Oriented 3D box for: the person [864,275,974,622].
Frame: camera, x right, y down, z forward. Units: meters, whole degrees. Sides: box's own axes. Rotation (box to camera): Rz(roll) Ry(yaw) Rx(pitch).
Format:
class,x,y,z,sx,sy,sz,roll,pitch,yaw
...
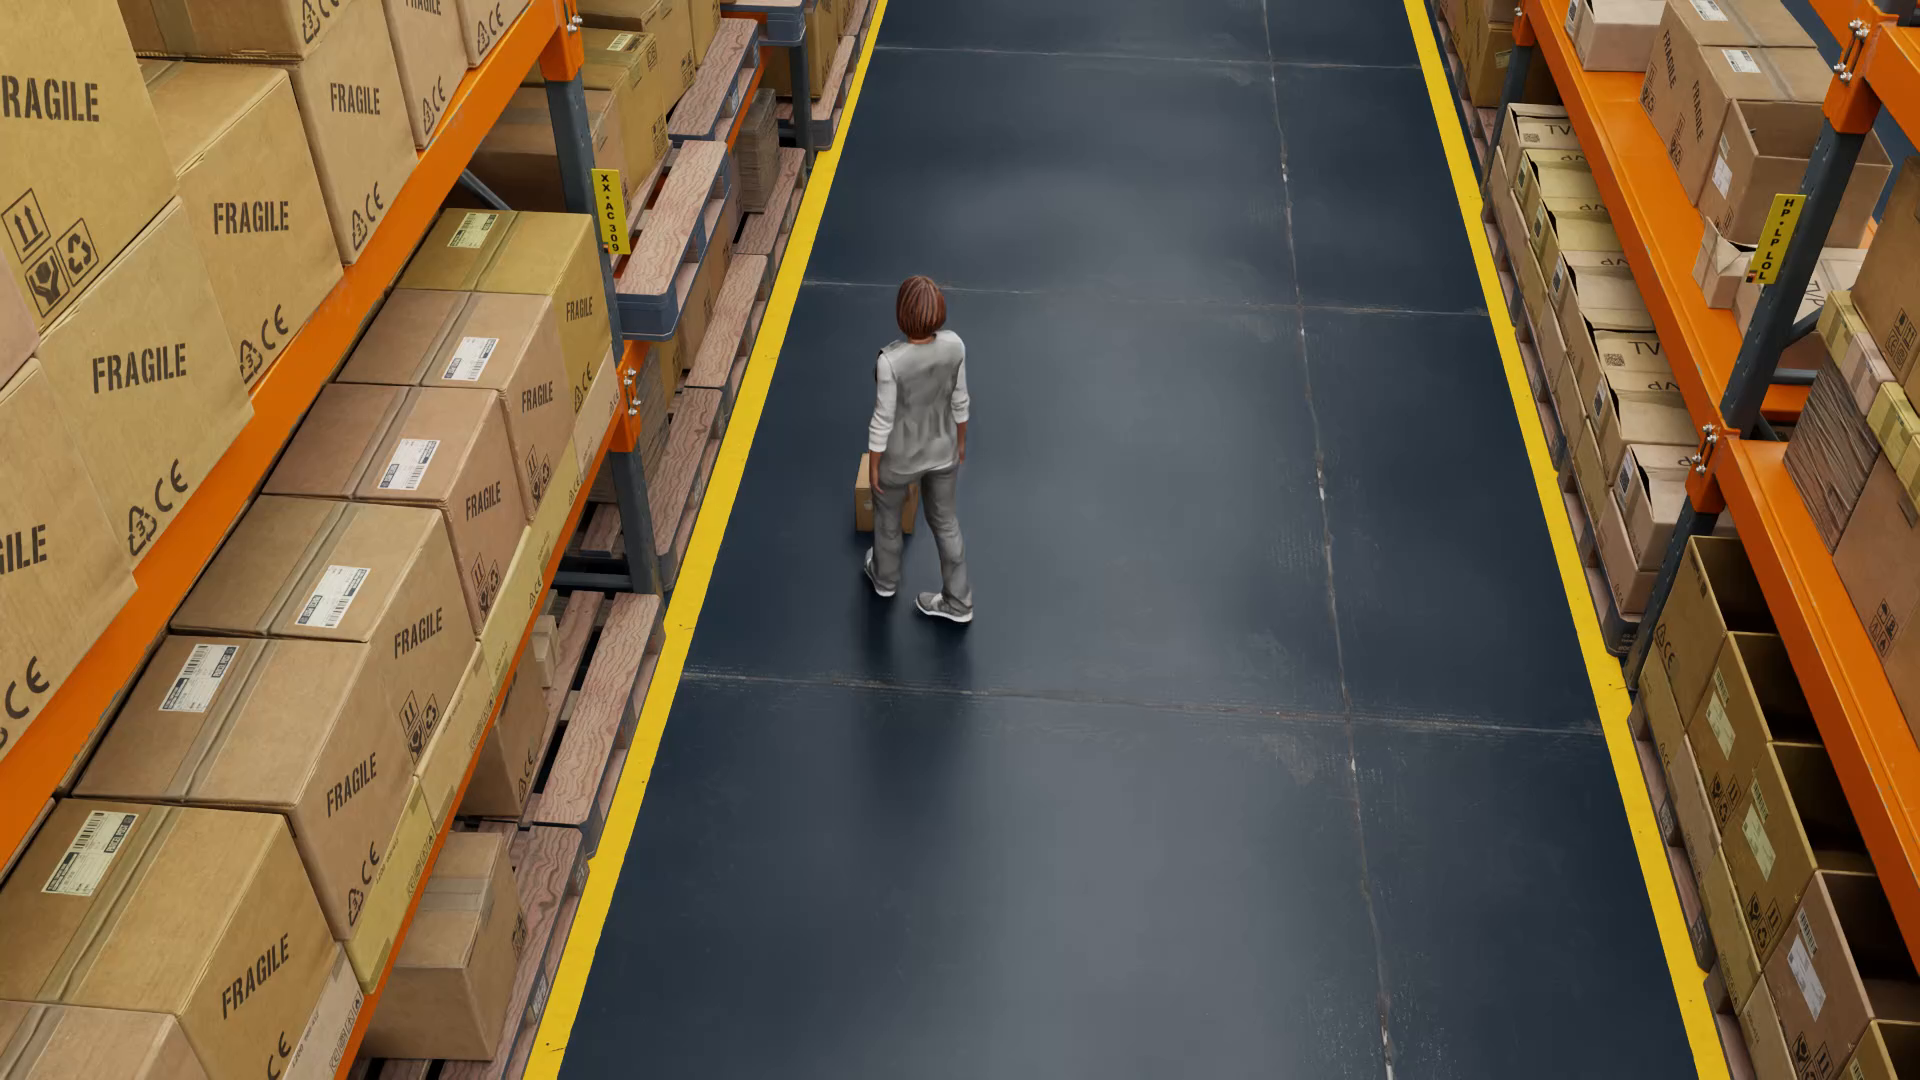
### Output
class,x,y,z,sx,sy,sz,roll,pitch,yaw
person,-0.191,-0.368,6.581,0.426,1.591,0.599,-18,44,-20
